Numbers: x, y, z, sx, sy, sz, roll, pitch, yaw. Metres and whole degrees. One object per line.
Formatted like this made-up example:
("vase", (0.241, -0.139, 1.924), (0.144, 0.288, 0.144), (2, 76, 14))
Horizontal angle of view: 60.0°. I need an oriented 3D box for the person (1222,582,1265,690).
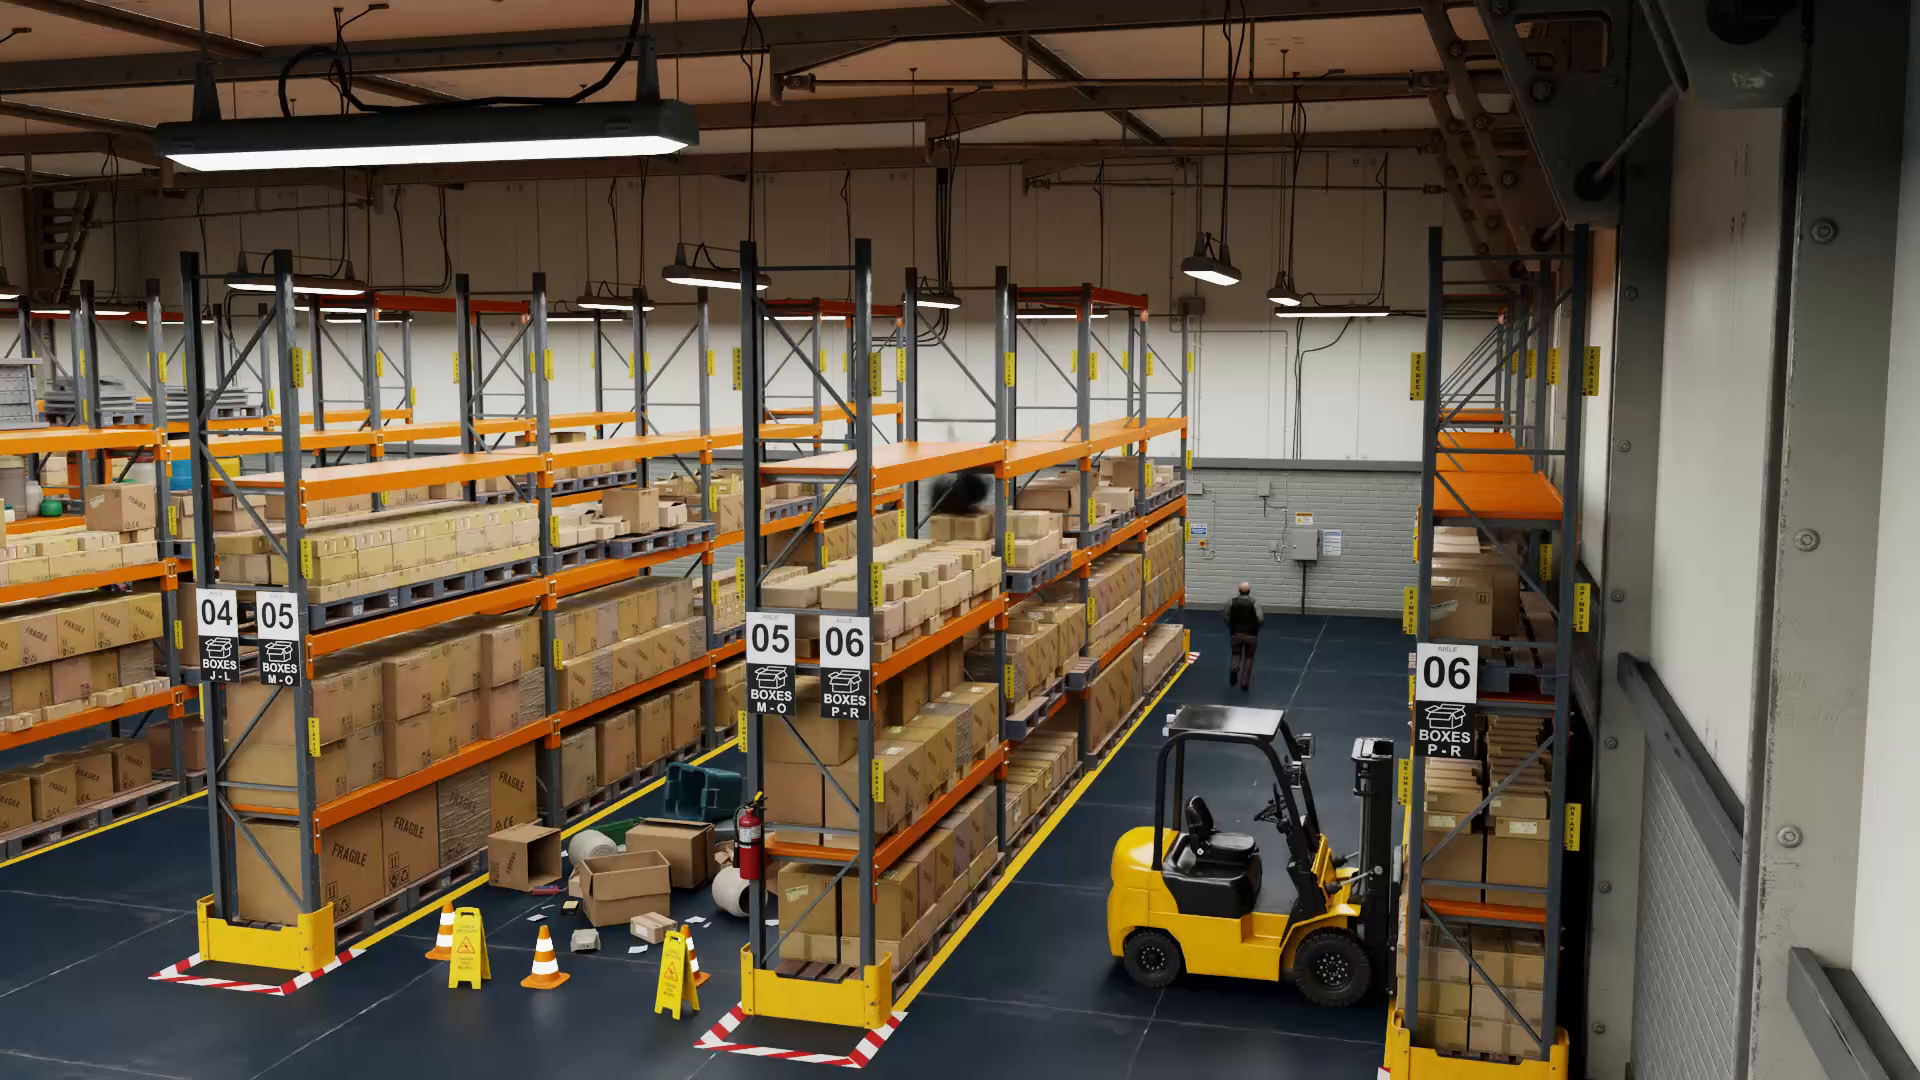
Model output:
("person", (4.373, 1.470, 25.630), (0.656, 1.670, 0.607), (2, 7, 18))
